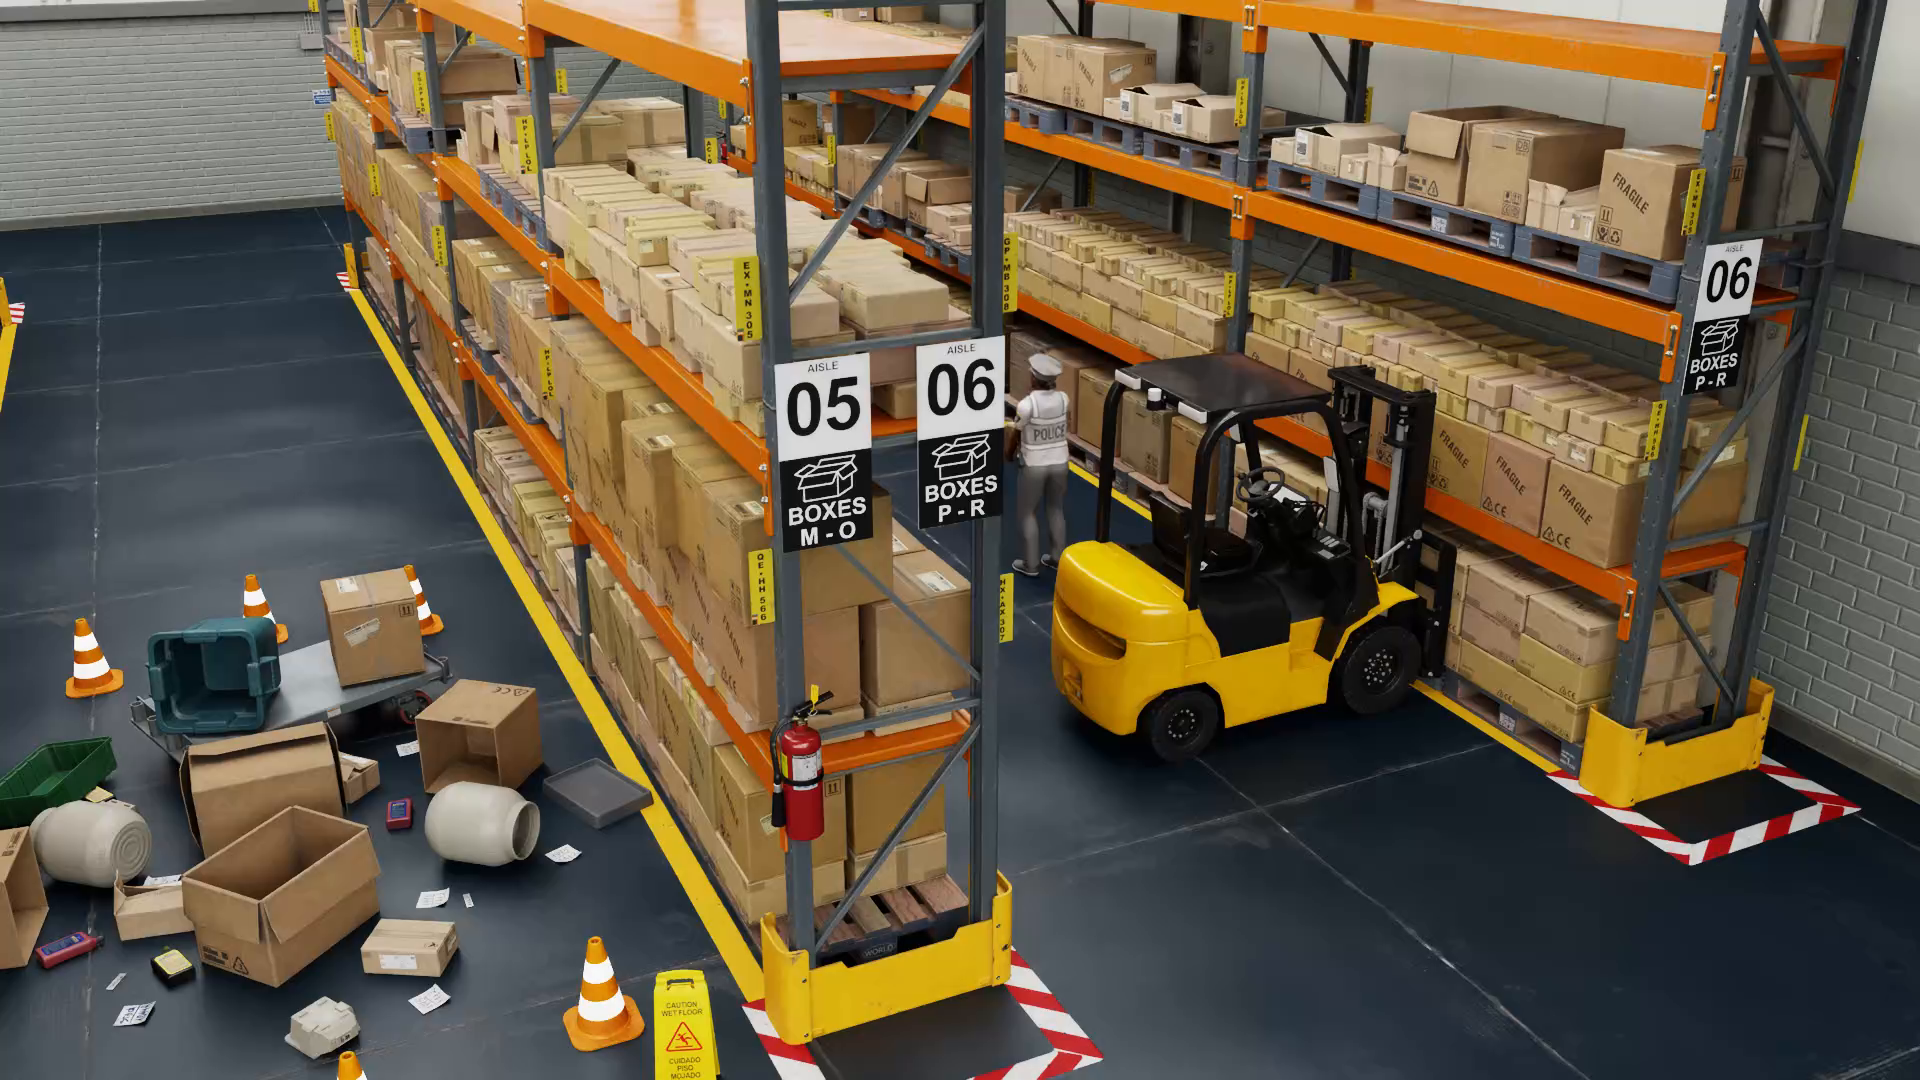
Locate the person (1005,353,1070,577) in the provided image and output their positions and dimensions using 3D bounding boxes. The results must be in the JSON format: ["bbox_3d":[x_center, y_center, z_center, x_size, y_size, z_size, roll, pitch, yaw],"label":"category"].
[{"bbox_3d":[0.567,-0.576,12.379,0.423,1.691,0.521,-11,25,-24],"label":"person"}]
